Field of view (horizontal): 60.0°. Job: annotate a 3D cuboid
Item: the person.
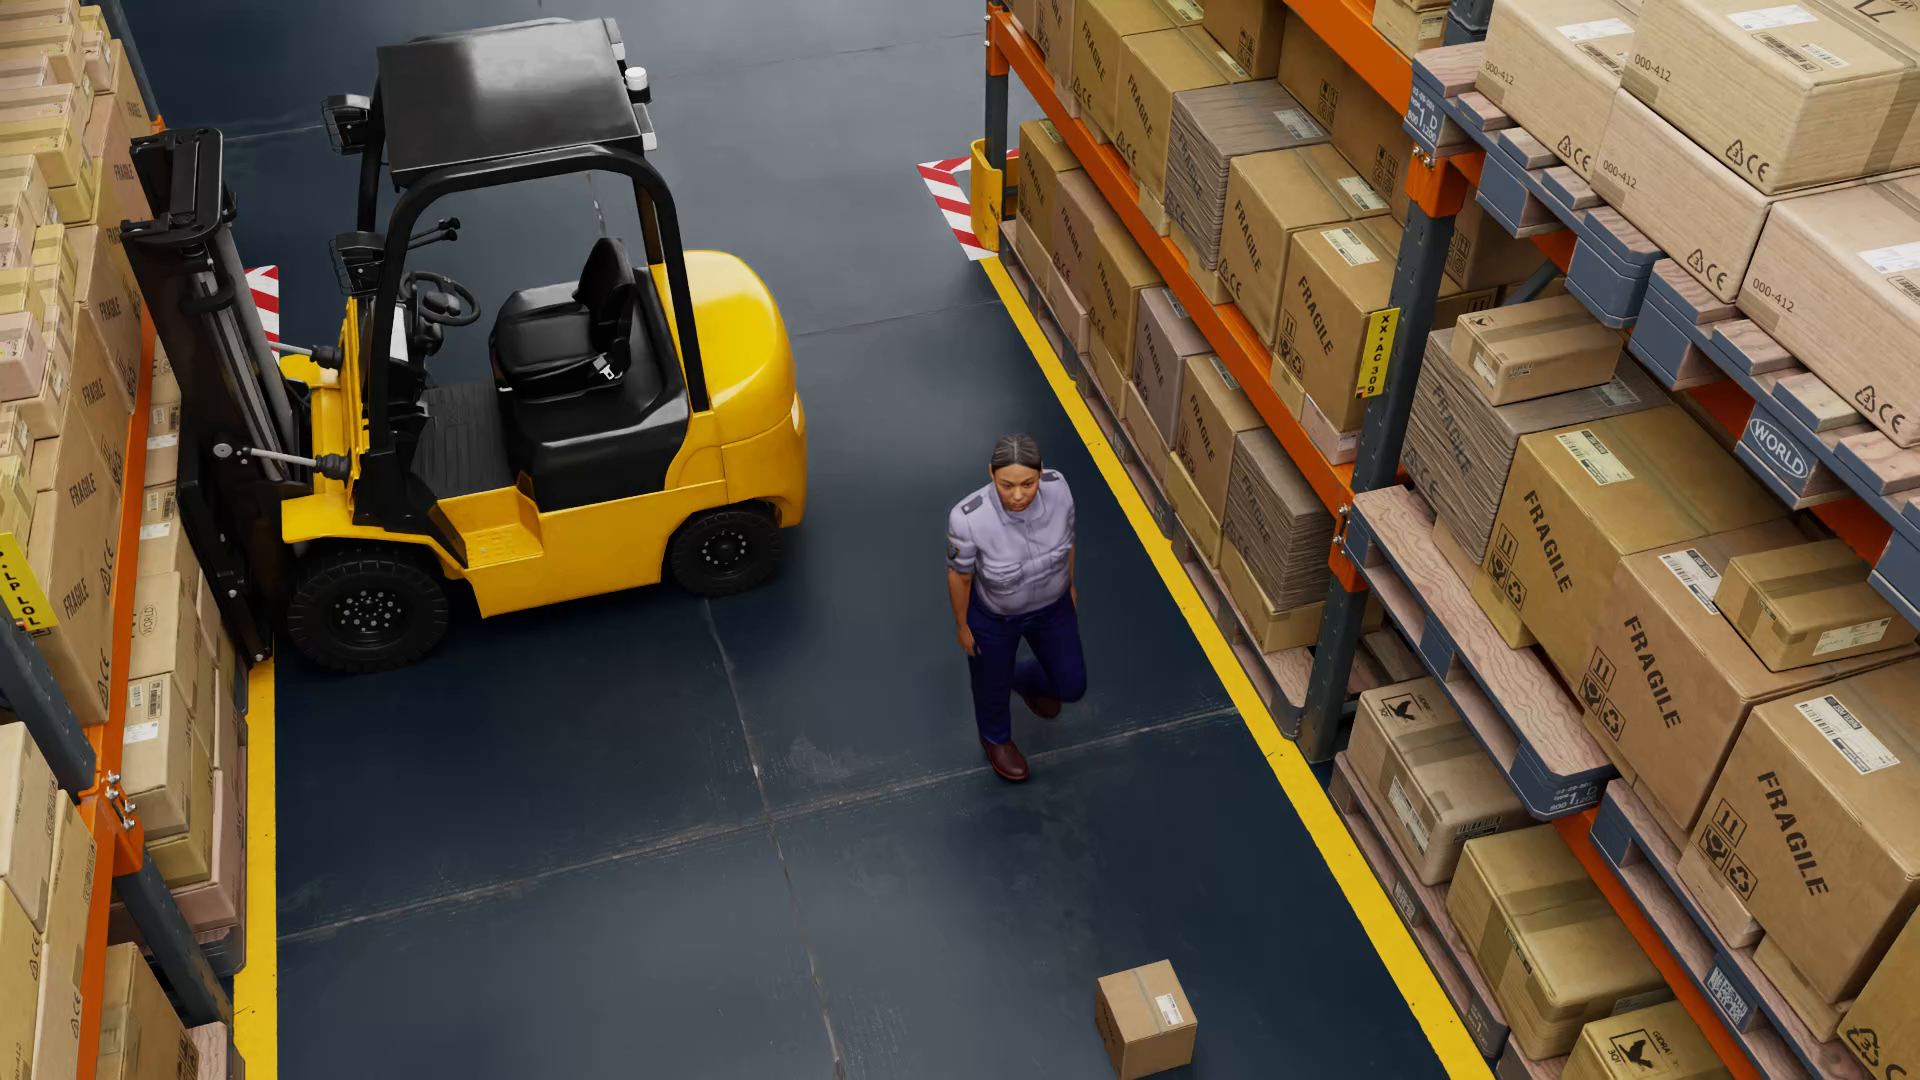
[{"bbox_3d":[0.190,0.223,5.900,0.523,1.643,0.466,-15,45,-16],"label":"person"}]
